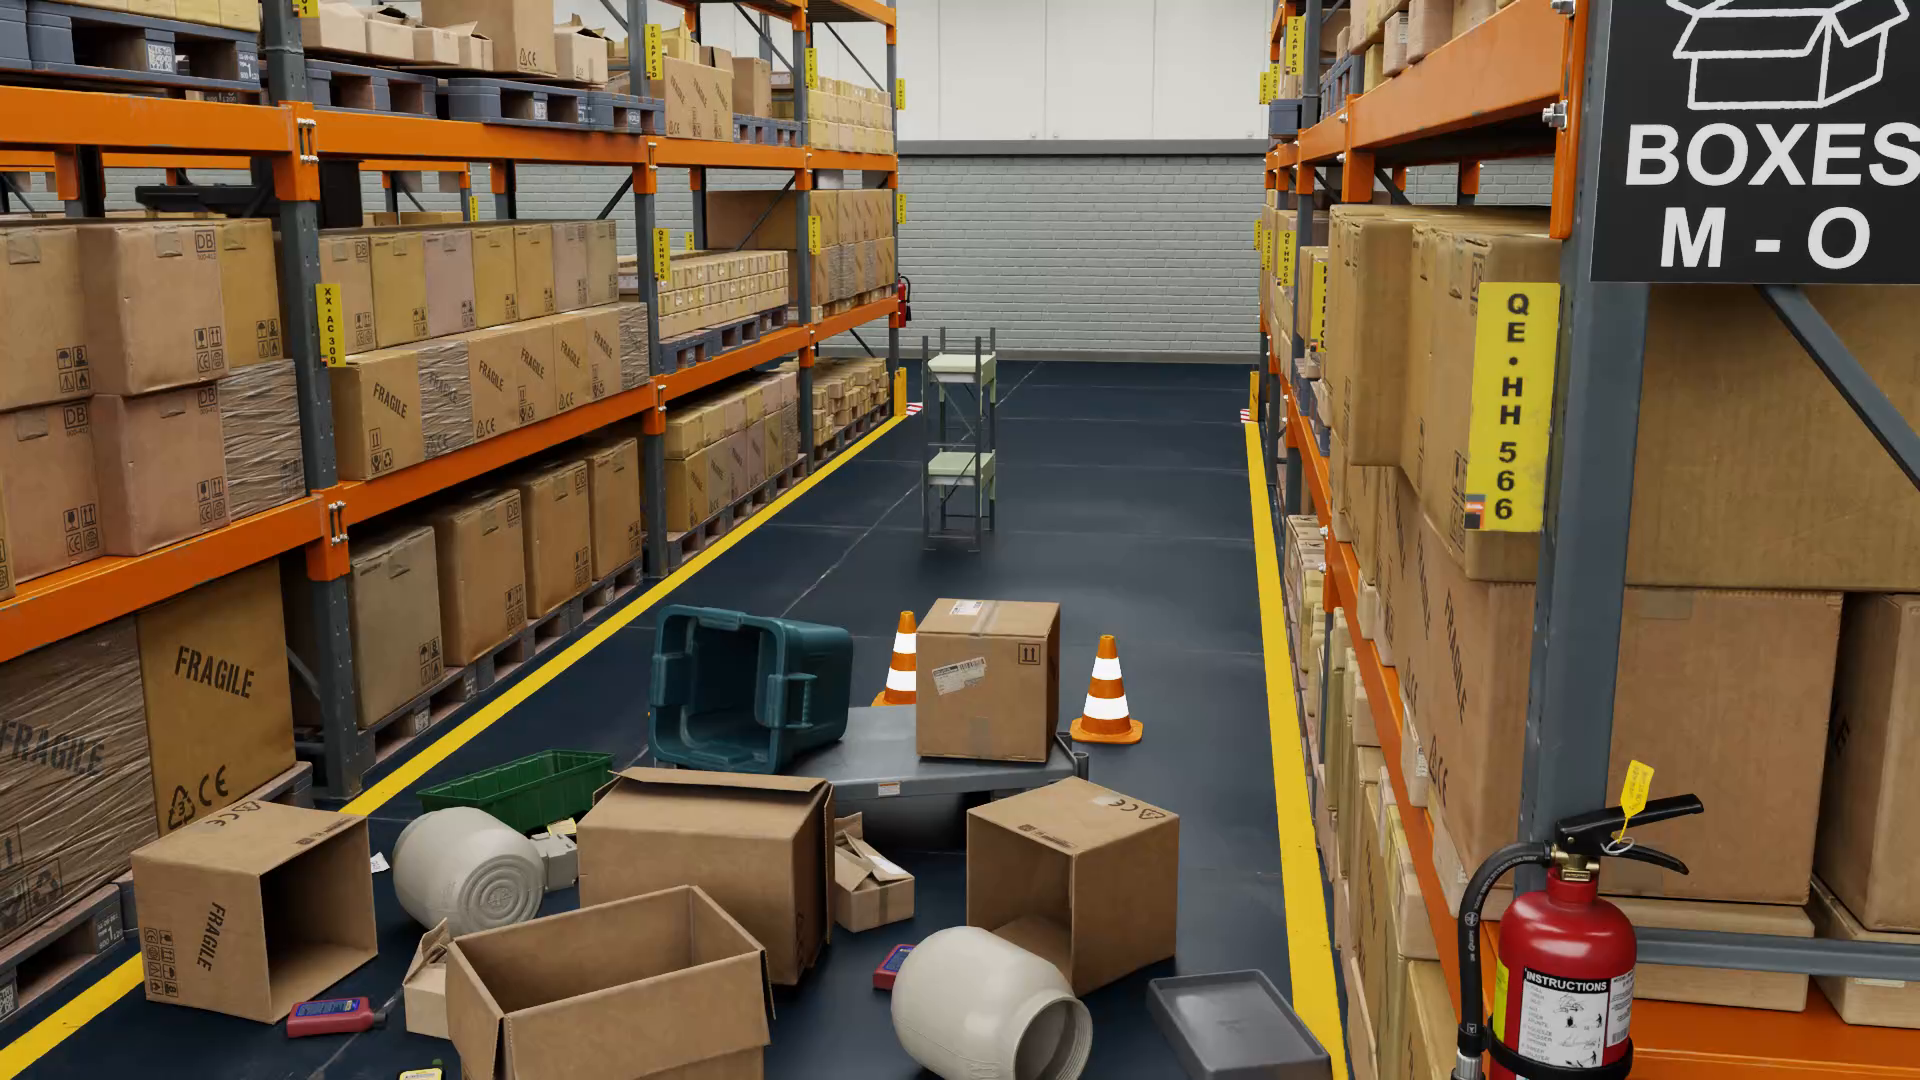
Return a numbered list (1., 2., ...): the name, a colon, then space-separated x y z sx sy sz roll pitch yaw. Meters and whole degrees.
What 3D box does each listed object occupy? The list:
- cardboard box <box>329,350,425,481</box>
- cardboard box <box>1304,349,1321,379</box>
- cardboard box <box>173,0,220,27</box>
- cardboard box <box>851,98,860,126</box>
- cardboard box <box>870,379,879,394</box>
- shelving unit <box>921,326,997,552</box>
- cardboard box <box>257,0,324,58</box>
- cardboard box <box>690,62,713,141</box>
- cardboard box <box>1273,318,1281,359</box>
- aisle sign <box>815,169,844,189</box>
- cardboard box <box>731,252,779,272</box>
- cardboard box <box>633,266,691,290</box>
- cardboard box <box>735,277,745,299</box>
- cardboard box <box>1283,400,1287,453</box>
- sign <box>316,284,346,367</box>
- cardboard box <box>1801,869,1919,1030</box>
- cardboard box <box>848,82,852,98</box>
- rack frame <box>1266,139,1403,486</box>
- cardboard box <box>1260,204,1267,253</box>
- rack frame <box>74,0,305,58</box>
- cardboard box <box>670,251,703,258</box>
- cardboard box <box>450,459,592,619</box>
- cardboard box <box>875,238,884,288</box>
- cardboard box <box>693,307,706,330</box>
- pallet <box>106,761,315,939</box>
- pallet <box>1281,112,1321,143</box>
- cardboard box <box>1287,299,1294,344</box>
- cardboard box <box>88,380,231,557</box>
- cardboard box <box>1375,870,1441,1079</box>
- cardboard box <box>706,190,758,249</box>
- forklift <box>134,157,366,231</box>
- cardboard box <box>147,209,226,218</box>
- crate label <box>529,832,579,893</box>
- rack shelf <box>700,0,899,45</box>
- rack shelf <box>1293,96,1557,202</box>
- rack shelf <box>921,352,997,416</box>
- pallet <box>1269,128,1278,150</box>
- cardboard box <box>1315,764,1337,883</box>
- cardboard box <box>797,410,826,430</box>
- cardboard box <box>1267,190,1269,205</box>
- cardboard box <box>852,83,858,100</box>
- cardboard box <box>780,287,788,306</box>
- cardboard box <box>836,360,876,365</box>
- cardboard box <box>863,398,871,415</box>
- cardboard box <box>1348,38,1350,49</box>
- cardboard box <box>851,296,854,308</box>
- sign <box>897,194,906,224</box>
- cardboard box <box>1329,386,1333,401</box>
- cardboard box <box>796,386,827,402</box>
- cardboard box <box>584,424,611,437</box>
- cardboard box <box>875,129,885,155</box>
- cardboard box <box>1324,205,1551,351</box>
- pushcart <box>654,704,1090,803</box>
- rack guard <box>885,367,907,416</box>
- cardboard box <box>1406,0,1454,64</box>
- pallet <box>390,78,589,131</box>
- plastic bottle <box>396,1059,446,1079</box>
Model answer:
1. cardboard box: -2.680 -0.550 7.189 0.500 0.500 0.500 2 12 9
2. cardboard box: 2.034 -0.945 8.858 0.380 0.149 0.250 2 12 9
3. cardboard box: -2.806 -1.860 5.745 0.380 0.149 0.250 2 12 10
4. cardboard box: -1.249 -4.114 16.013 0.500 0.250 0.500 1 12 6
5. cardboard box: -1.059 -1.628 17.493 0.380 0.149 0.250 1 12 6
6. shelving unit: -0.001 -0.732 11.829 0.431 1.500 0.755 2 12 9
7. cardboard box: -3.077 -2.200 7.084 0.500 0.250 0.500 2 12 9
8. cardboard box: -1.992 -2.963 11.265 0.500 0.500 0.500 2 12 9
9. cardboard box: 2.523 -1.453 11.969 0.500 0.250 0.500 2 12 8
10. aisle sign: -1.467 -4.194 18.165 0.394 0.787 0.004 2 12 9
11. cardboard box: -1.706 -2.293 13.702 0.380 0.149 0.250 2 12 7
12. cardboard box: -2.069 -1.803 11.429 0.380 0.149 0.250 2 12 8
13. cardboard box: -1.862 -1.930 12.723 0.380 0.149 0.250 2 12 9
14. cardboard box: 3.312 -1.007 14.629 0.875 0.438 0.875 2 12 8
15. sign: -2.479 -0.845 6.551 0.100 0.325 0.005 2 12 9
16. cardboard box: 1.521 0.630 2.545 0.380 0.149 0.250 2 12 9
17. cardboard box: -1.236 -4.278 15.827 0.380 0.149 0.250 2 12 7
18. rack frame: 3.110 -1.927 13.813 1.000 3.000 0.127 2 12 9
19. cardboard box: 3.370 -3.206 17.140 0.500 0.500 0.500 2 12 7
20. rack frame: -3.027 -3.333 6.100 1.000 3.000 0.127 2 12 9
21. cardboard box: -2.349 -2.314 13.798 0.380 0.149 0.250 2 12 10
22. cardboard box: -2.726 -0.033 9.369 1.050 0.750 0.750 2 12 10
23. cardboard box: -1.081 -2.884 17.312 0.500 0.500 0.500 2 12 8
24. cardboard box: -2.021 -1.571 11.761 0.380 0.149 0.250 2 12 11
25. pallet: -3.222 1.118 6.303 1.003 0.211 1.213 2 12 9
26. pallet: 2.710 -2.837 11.364 1.003 0.211 1.213 2 12 11
27. cardboard box: 2.318 -1.374 10.419 0.500 0.250 0.500 2 12 8
28. cardboard box: -3.134 -0.282 5.824 0.875 0.550 0.550 2 12 9
29. cardboard box: 1.207 1.060 3.706 0.500 0.500 0.500 2 12 11
30. cardboard box: -1.992 -2.856 14.807 0.500 0.500 0.500 1 12 7
31. forklift: -5.025 -1.449 11.762 1.130 2.935 3.031 9 15 37
32. cardboard box: -6.772 -2.654 14.569 0.797 0.503 0.637 2 12 7
33. crate label: -1.547 1.190 6.147 0.298 0.136 0.250 -7 14 -30
34. rack shelf: -1.489 -5.062 15.836 1.077 0.370 4.000 2 12 9
35. rack shelf: 2.187 -1.792 7.777 1.077 0.370 4.000 2 12 9
36. rack shelf: -0.001 -1.113 11.747 0.431 0.370 0.720 2 12 9
37. pallet: 3.621 -4.028 16.652 1.003 0.211 1.213 2 12 9
38. cardboard box: 1.522 0.992 5.802 0.500 0.250 0.500 1 12 6
39. cardboard box: -1.425 -1.088 14.987 0.380 0.149 0.250 2 12 11
40. cardboard box: 3.274 -3.442 16.694 0.380 0.149 0.250 2 12 10
41. cardboard box: -1.201 -4.333 16.080 0.380 0.149 0.250 2 12 7
42. cardboard box: -1.662 -2.059 14.029 0.380 0.149 0.250 2 12 7
43. cardboard box: -1.108 -1.832 17.733 0.380 0.149 0.250 2 12 10
44. cardboard box: -1.124 -1.378 17.038 0.380 0.149 0.250 1 12 6
45. cardboard box: 2.288 -2.292 8.145 0.797 0.503 0.637 2 12 9
46. cardboard box: -1.262 -2.378 16.503 0.380 0.149 0.250 2 12 10
47. sign: -0.636 -3.597 18.065 0.100 0.325 0.005 2 12 9
48. cardboard box: 1.724 -0.764 6.480 0.500 0.500 0.500 2 12 8
49. cardboard box: -1.448 -1.343 15.464 0.380 0.149 0.250 2 12 8
50. cardboard box: -2.566 -0.734 11.436 0.500 0.250 0.500 2 12 7
51. cardboard box: -1.062 -4.082 17.050 0.500 0.250 0.500 2 12 9
52. cardboard box: 1.597 -0.860 5.546 0.700 0.500 0.500 2 12 8
53. pushcart: -0.381 0.957 6.656 1.648 0.377 0.936 -2 12 -11
54. rack guard: -1.193 -1.661 18.513 1.175 0.500 0.348 2 12 9
55. cardboard box: 1.235 -1.177 3.809 0.380 0.149 0.250 2 12 8
56. pallet: -2.628 -2.239 8.589 1.003 0.211 1.213 2 12 11
57. plastic bottle: -1.521 1.547 4.670 0.133 0.061 0.283 -2 12 -11
